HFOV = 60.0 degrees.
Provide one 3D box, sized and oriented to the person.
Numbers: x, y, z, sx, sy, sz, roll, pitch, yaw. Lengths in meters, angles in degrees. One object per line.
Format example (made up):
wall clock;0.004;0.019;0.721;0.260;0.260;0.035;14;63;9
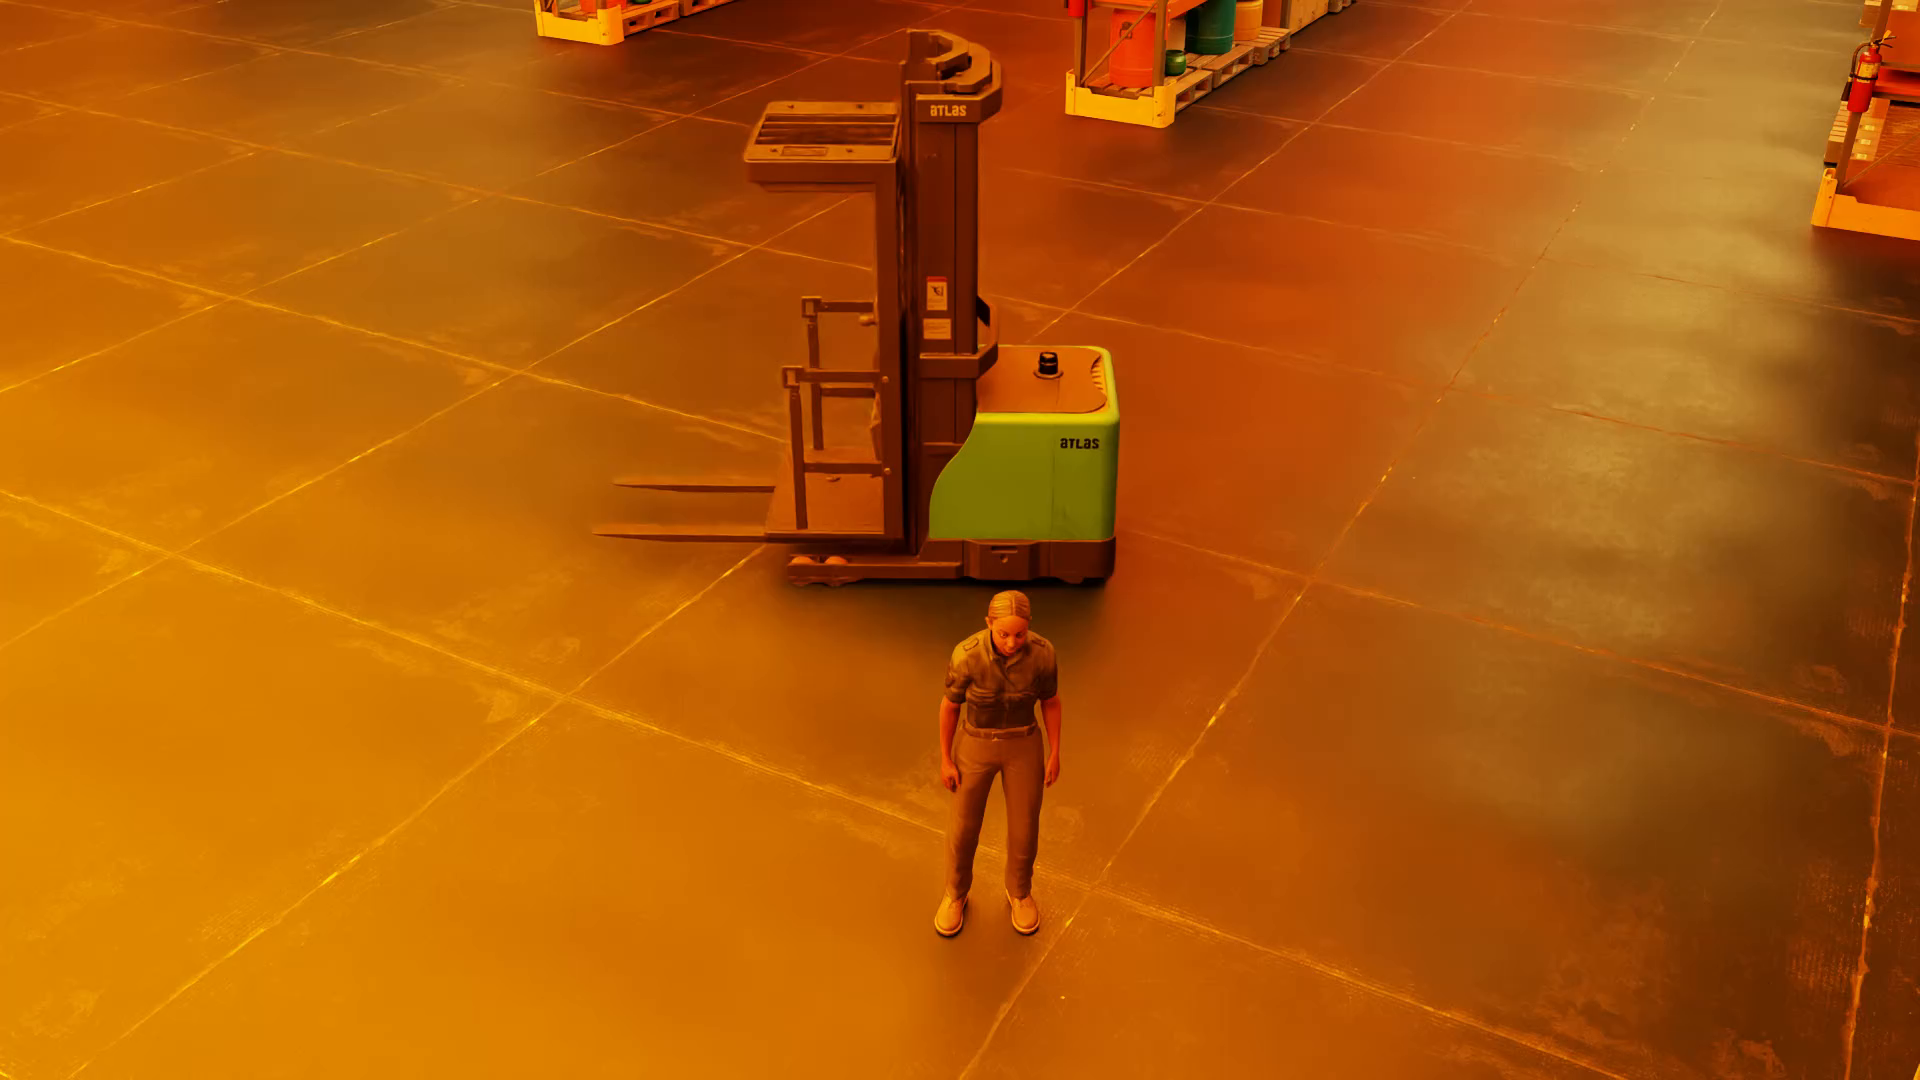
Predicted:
person;0.151;0.888;6.811;0.532;1.655;0.349;-2;30;-4

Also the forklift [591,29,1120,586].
forklift;-0.618;-1.268;9.268;3.031;2.935;1.130;1;30;1
